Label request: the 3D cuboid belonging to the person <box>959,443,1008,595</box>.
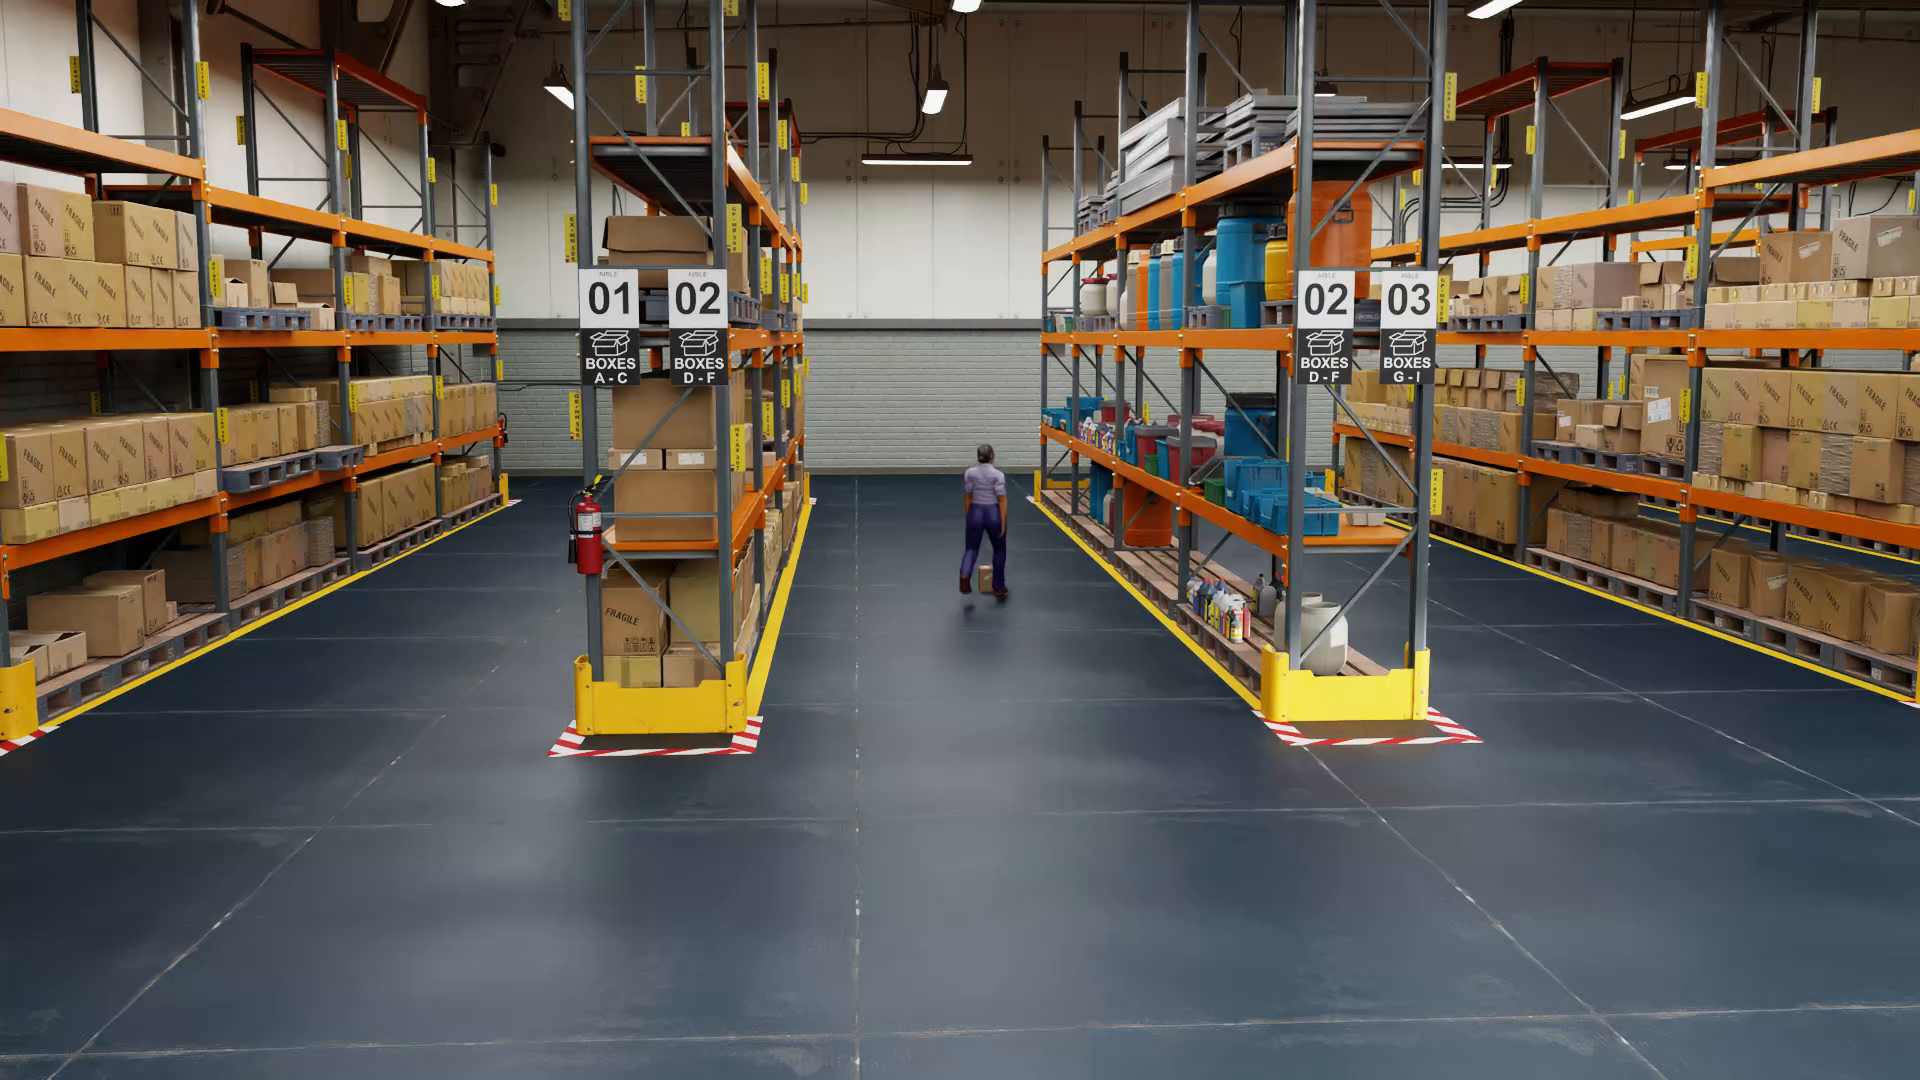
[{"bbox_3d":[0.275,-0.209,17.387,0.489,1.617,0.757,2,7,14],"label":"person"}]
